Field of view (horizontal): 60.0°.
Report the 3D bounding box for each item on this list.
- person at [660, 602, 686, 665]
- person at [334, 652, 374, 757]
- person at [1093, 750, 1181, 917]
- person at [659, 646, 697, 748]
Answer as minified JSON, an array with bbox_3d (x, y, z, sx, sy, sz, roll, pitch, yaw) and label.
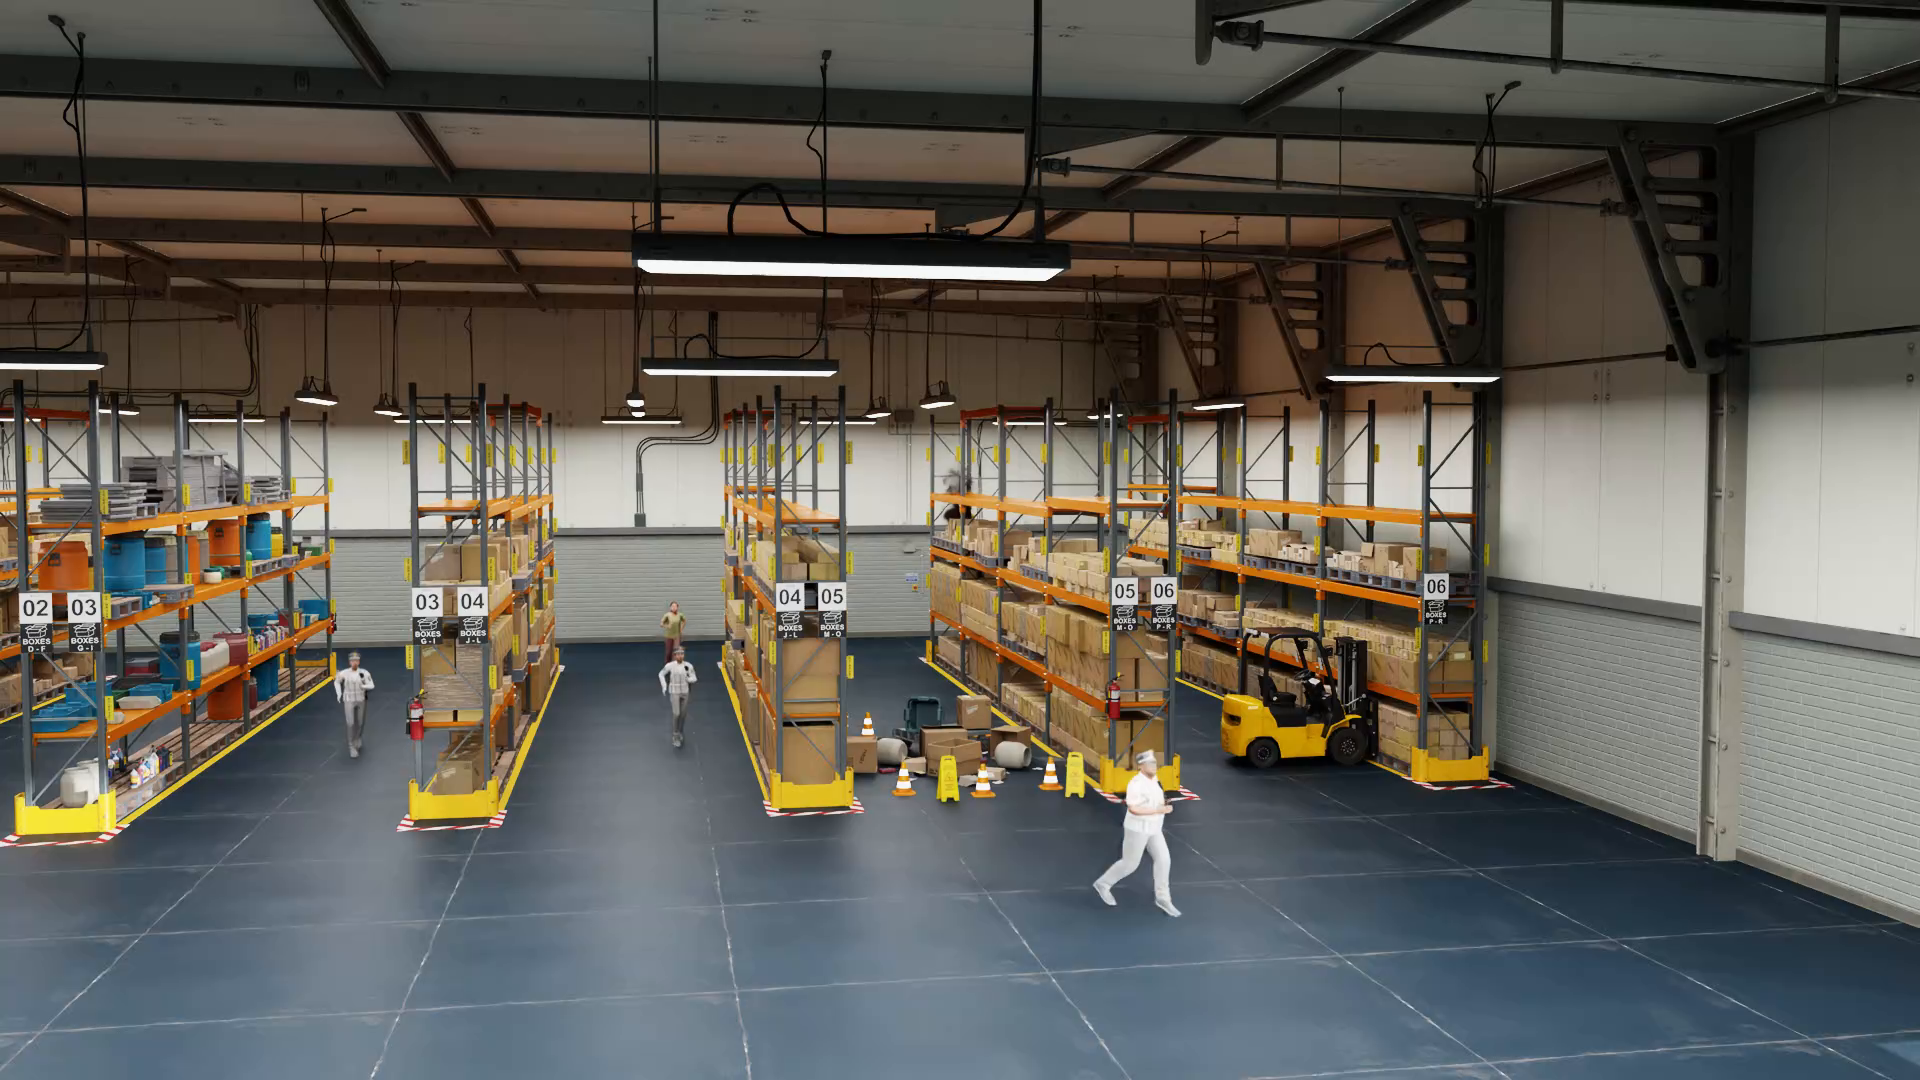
[{"bbox_3d":[-6.516,2.235,37.799,0.584,1.678,0.964,-1,3,-14],"label":"person"},{"bbox_3d":[-10.127,2.721,27.840,0.605,1.694,0.897,-1,3,-26],"label":"person"},{"bbox_3d":[1.979,3.190,18.258,0.942,1.825,0.671,2,4,38],"label":"person"},{"bbox_3d":[-4.858,2.699,28.769,0.578,1.752,0.734,-1,3,-25],"label":"person"}]
